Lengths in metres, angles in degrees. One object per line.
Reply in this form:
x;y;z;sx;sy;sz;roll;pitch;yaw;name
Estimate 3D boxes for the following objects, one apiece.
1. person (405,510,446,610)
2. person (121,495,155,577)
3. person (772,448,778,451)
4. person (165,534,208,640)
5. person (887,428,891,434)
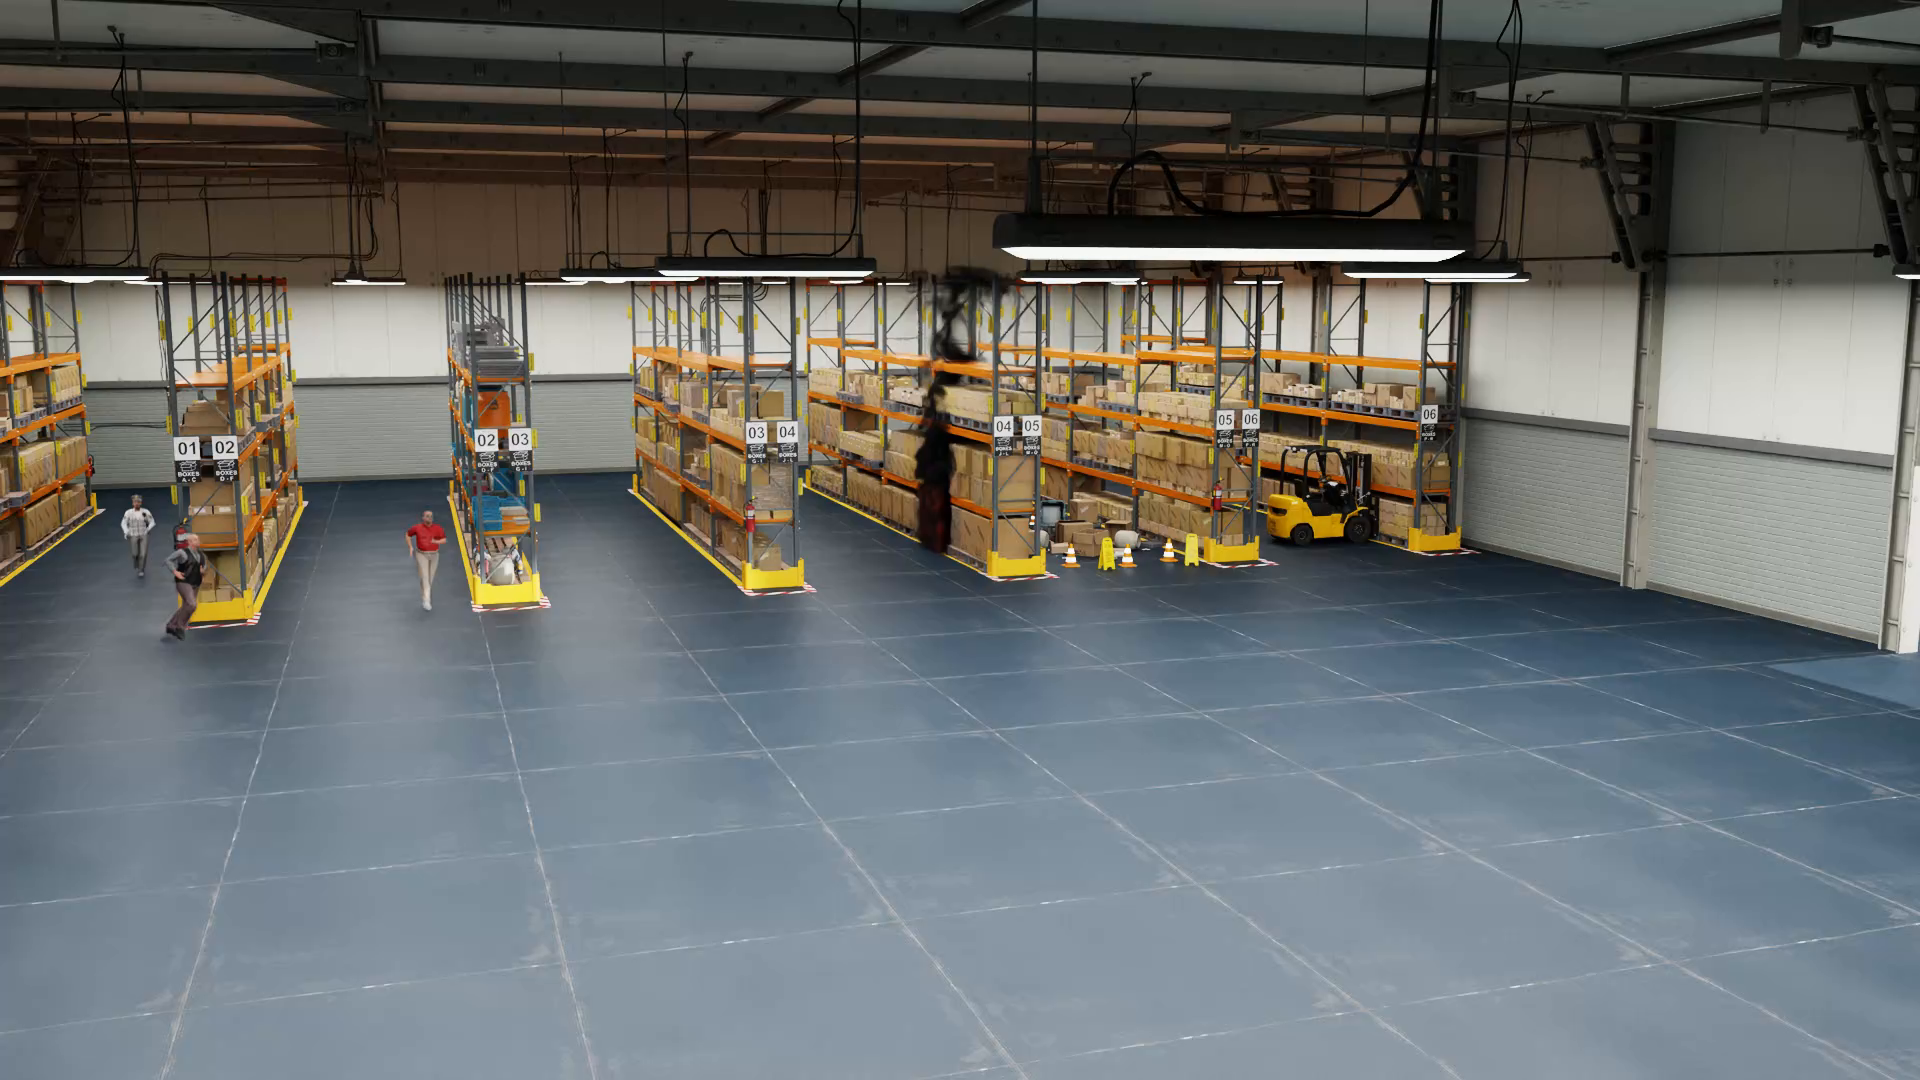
-9.582;0.328;30.013;0.641;1.724;0.920;-6;11;-36;person
-16.392;-0.084;33.205;0.614;1.640;0.553;-4;10;-26;person
-5.529;-2.267;47.681;0.682;1.636;0.870;-1;9;-6;person
-12.794;0.769;27.525;0.658;1.725;0.713;3;9;17;person
-2.076;-2.326;47.522;0.641;1.775;0.690;-4;10;-26;person
